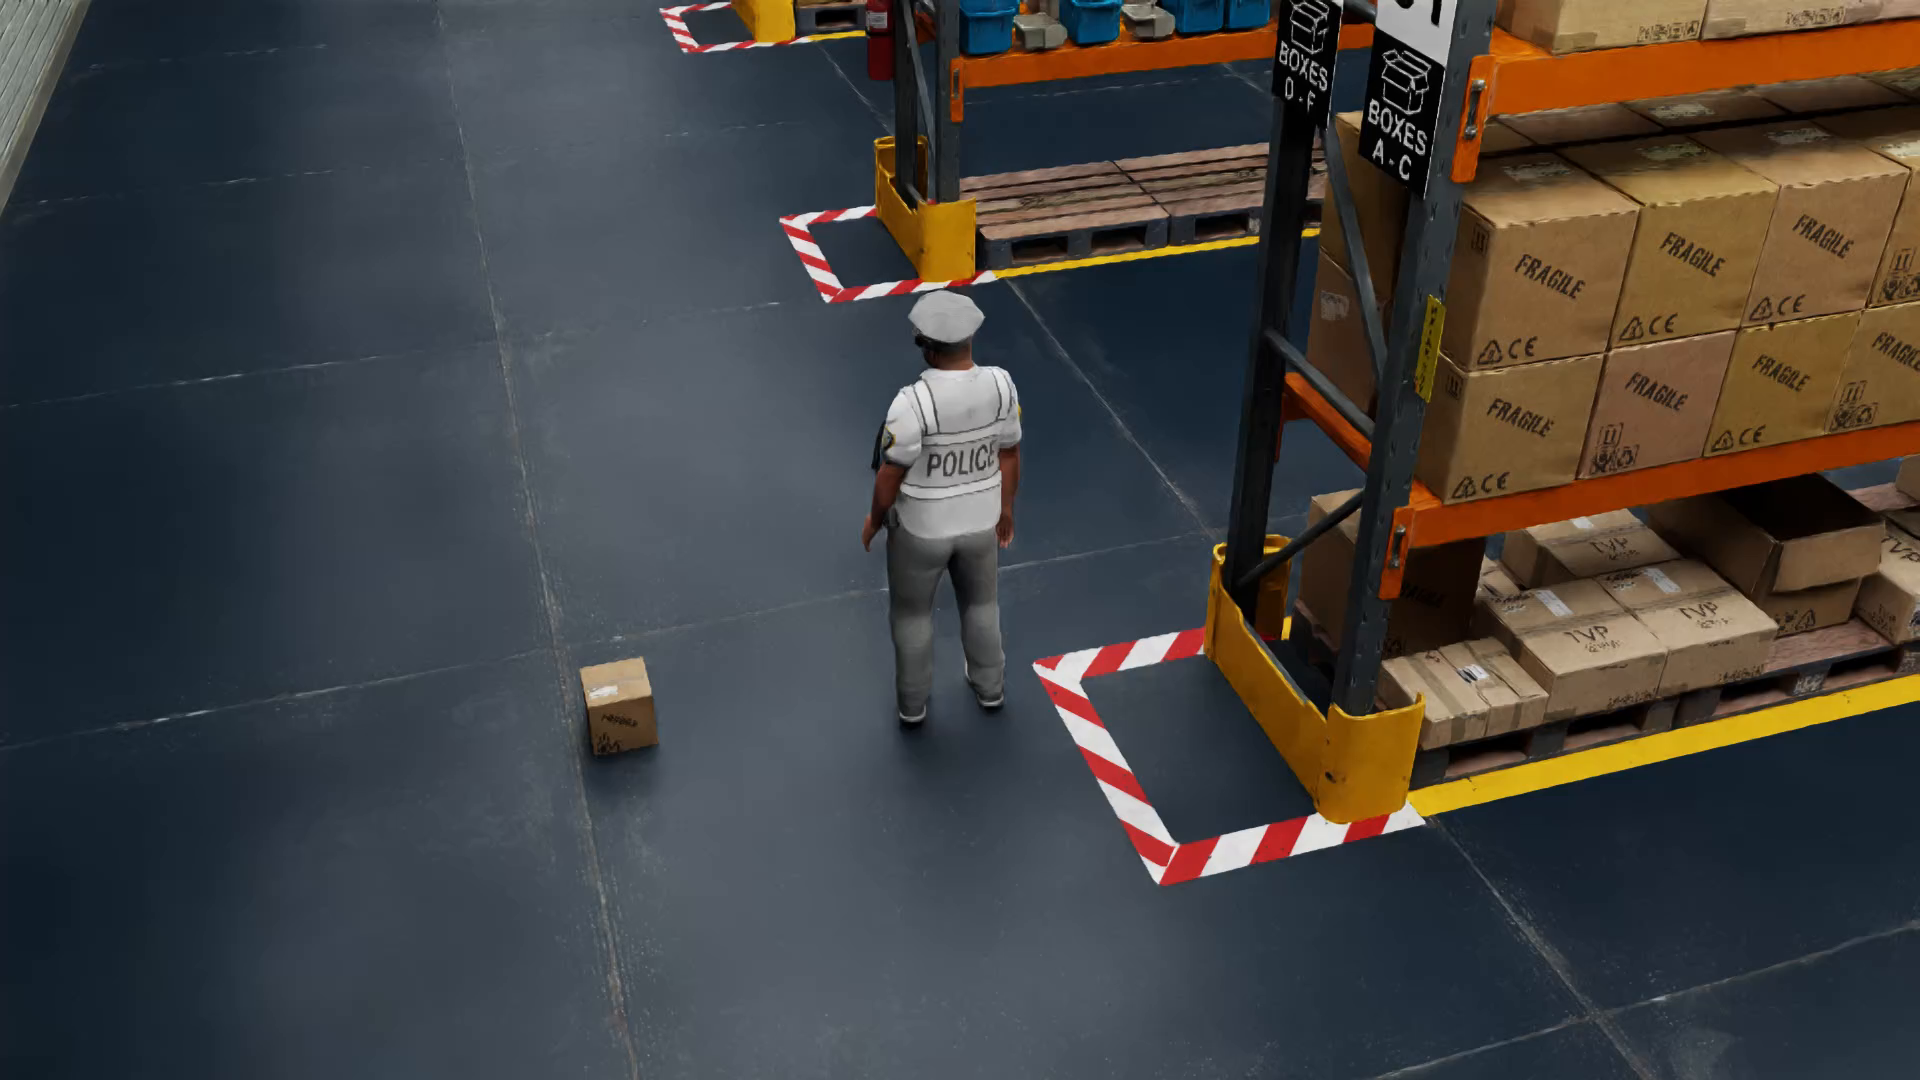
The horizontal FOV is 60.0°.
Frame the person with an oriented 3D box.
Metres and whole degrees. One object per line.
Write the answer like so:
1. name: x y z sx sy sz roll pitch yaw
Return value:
1. person: -0.058 -0.083 6.214 0.587 1.770 0.406 -16 37 -23
